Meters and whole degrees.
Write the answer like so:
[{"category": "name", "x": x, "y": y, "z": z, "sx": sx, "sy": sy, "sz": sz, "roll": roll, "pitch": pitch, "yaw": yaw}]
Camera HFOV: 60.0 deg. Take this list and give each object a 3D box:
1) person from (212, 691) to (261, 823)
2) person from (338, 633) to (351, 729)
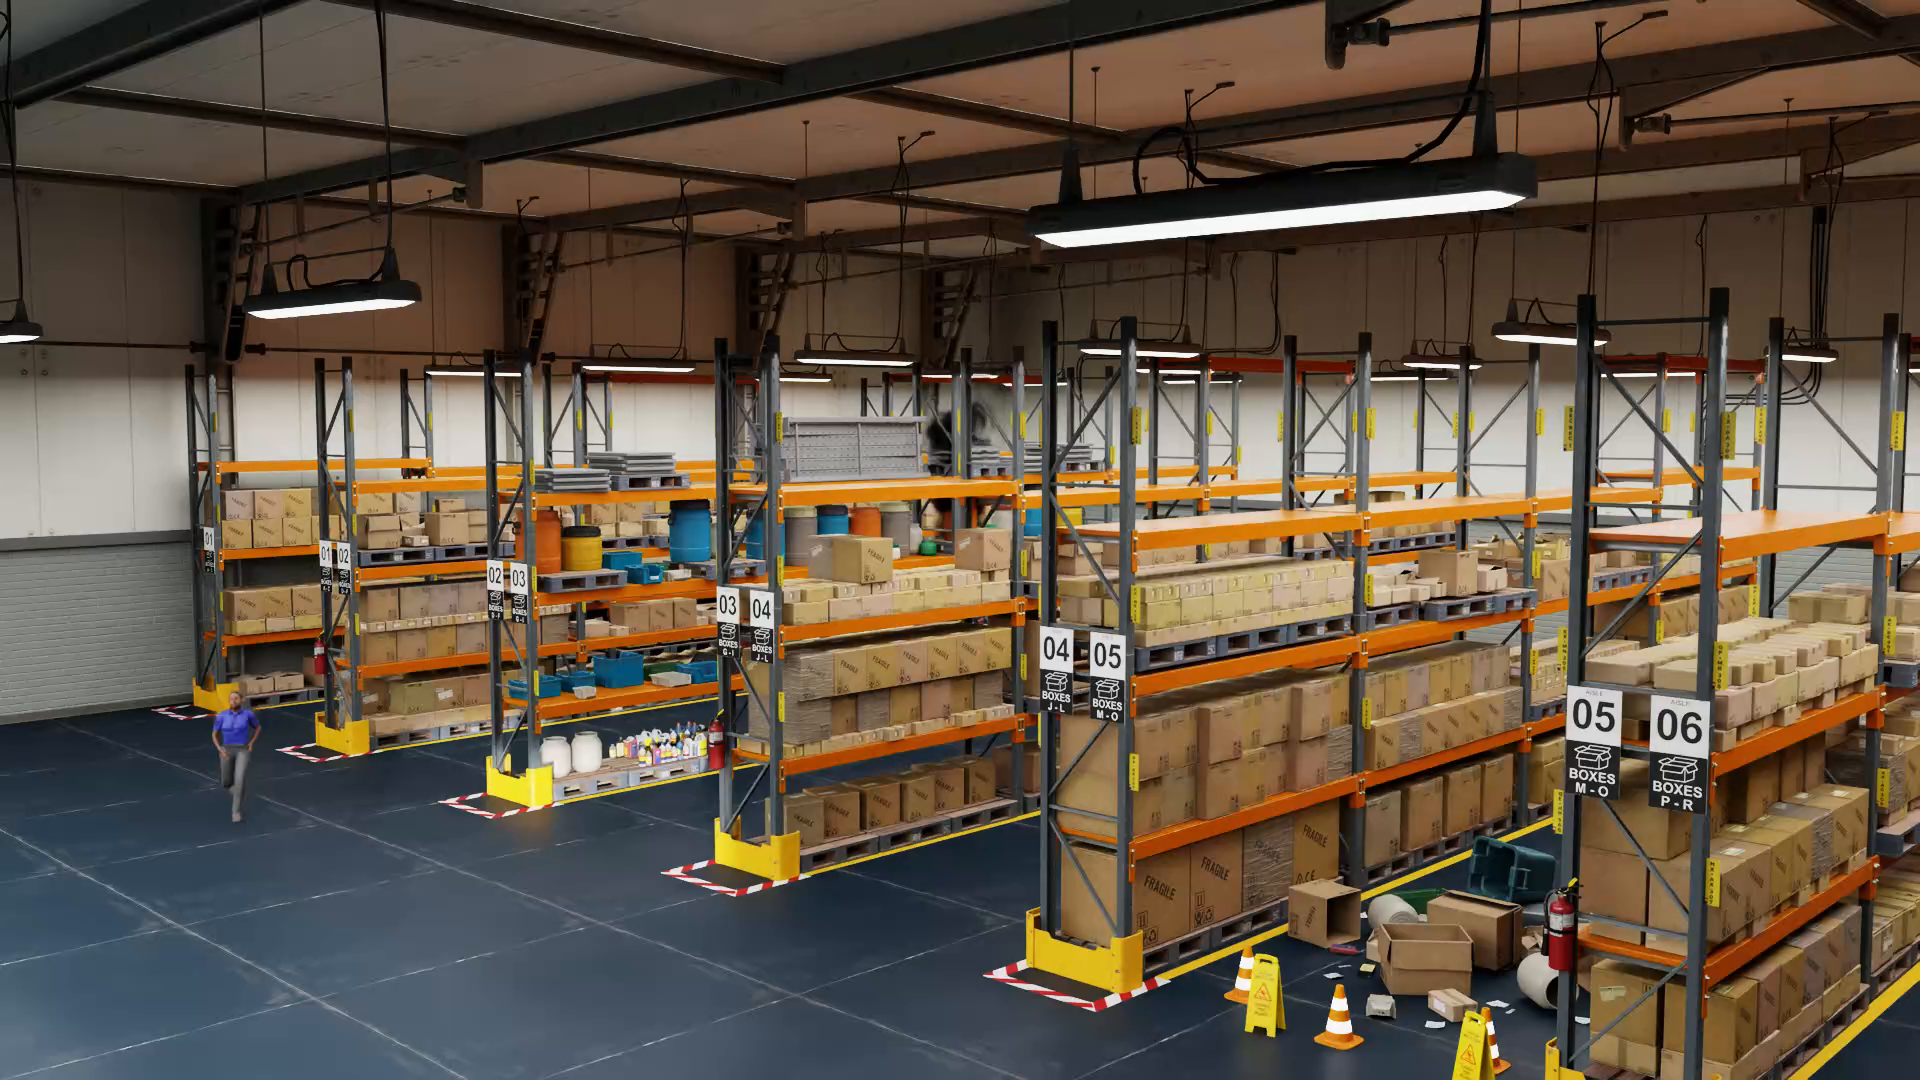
[{"category": "person", "x": -9.289, "y": 2.746, "z": 21.359, "sx": 0.564, "sy": 1.629, "sz": 0.892, "roll": -1, "pitch": 5, "yaw": -14}, {"category": "person", "x": -9.974, "y": 2.262, "z": 27.336, "sx": 0.573, "sy": 1.644, "sz": 0.935, "roll": 3, "pitch": 5, "yaw": 31}]
